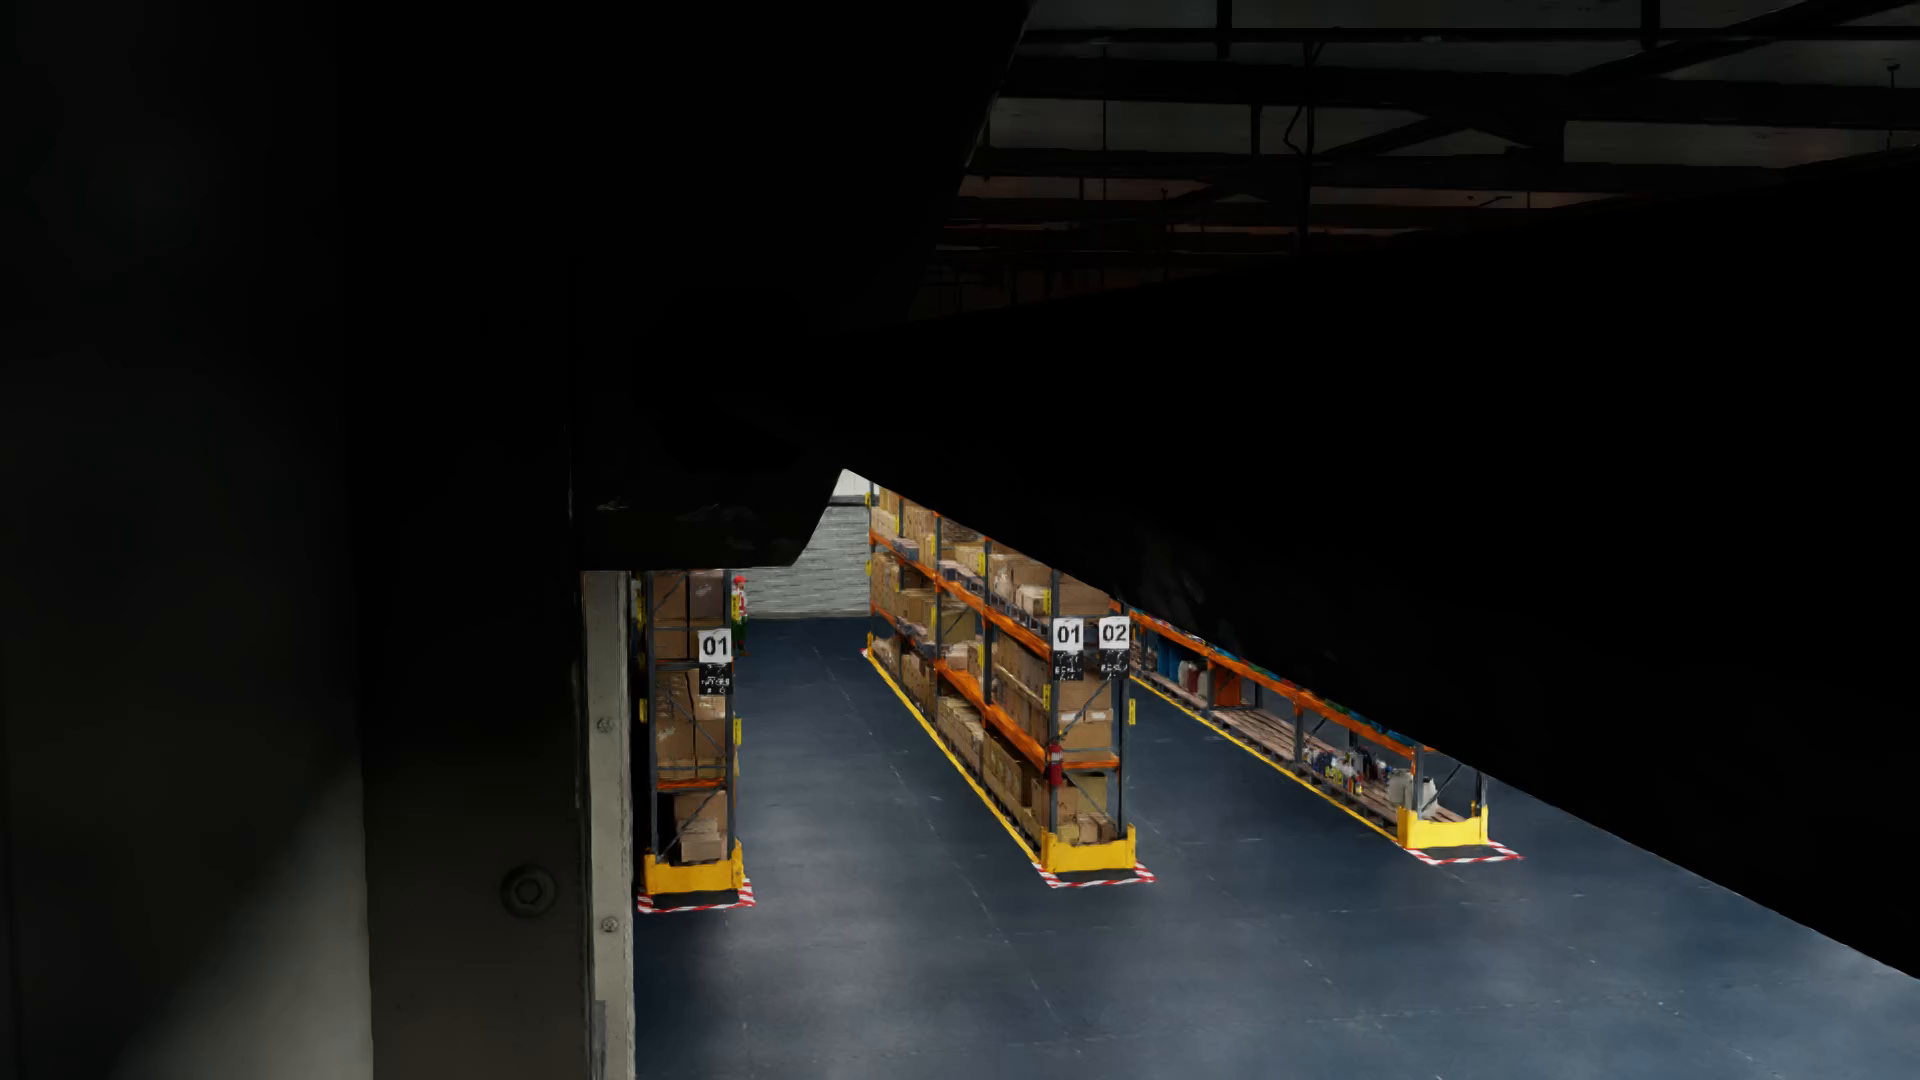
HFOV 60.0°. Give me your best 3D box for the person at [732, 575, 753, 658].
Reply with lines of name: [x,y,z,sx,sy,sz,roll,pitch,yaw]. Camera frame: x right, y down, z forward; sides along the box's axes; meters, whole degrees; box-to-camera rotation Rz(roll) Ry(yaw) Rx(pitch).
person: [-4.803,1.650,36.194,0.433,1.791,0.630,1,6,11]
